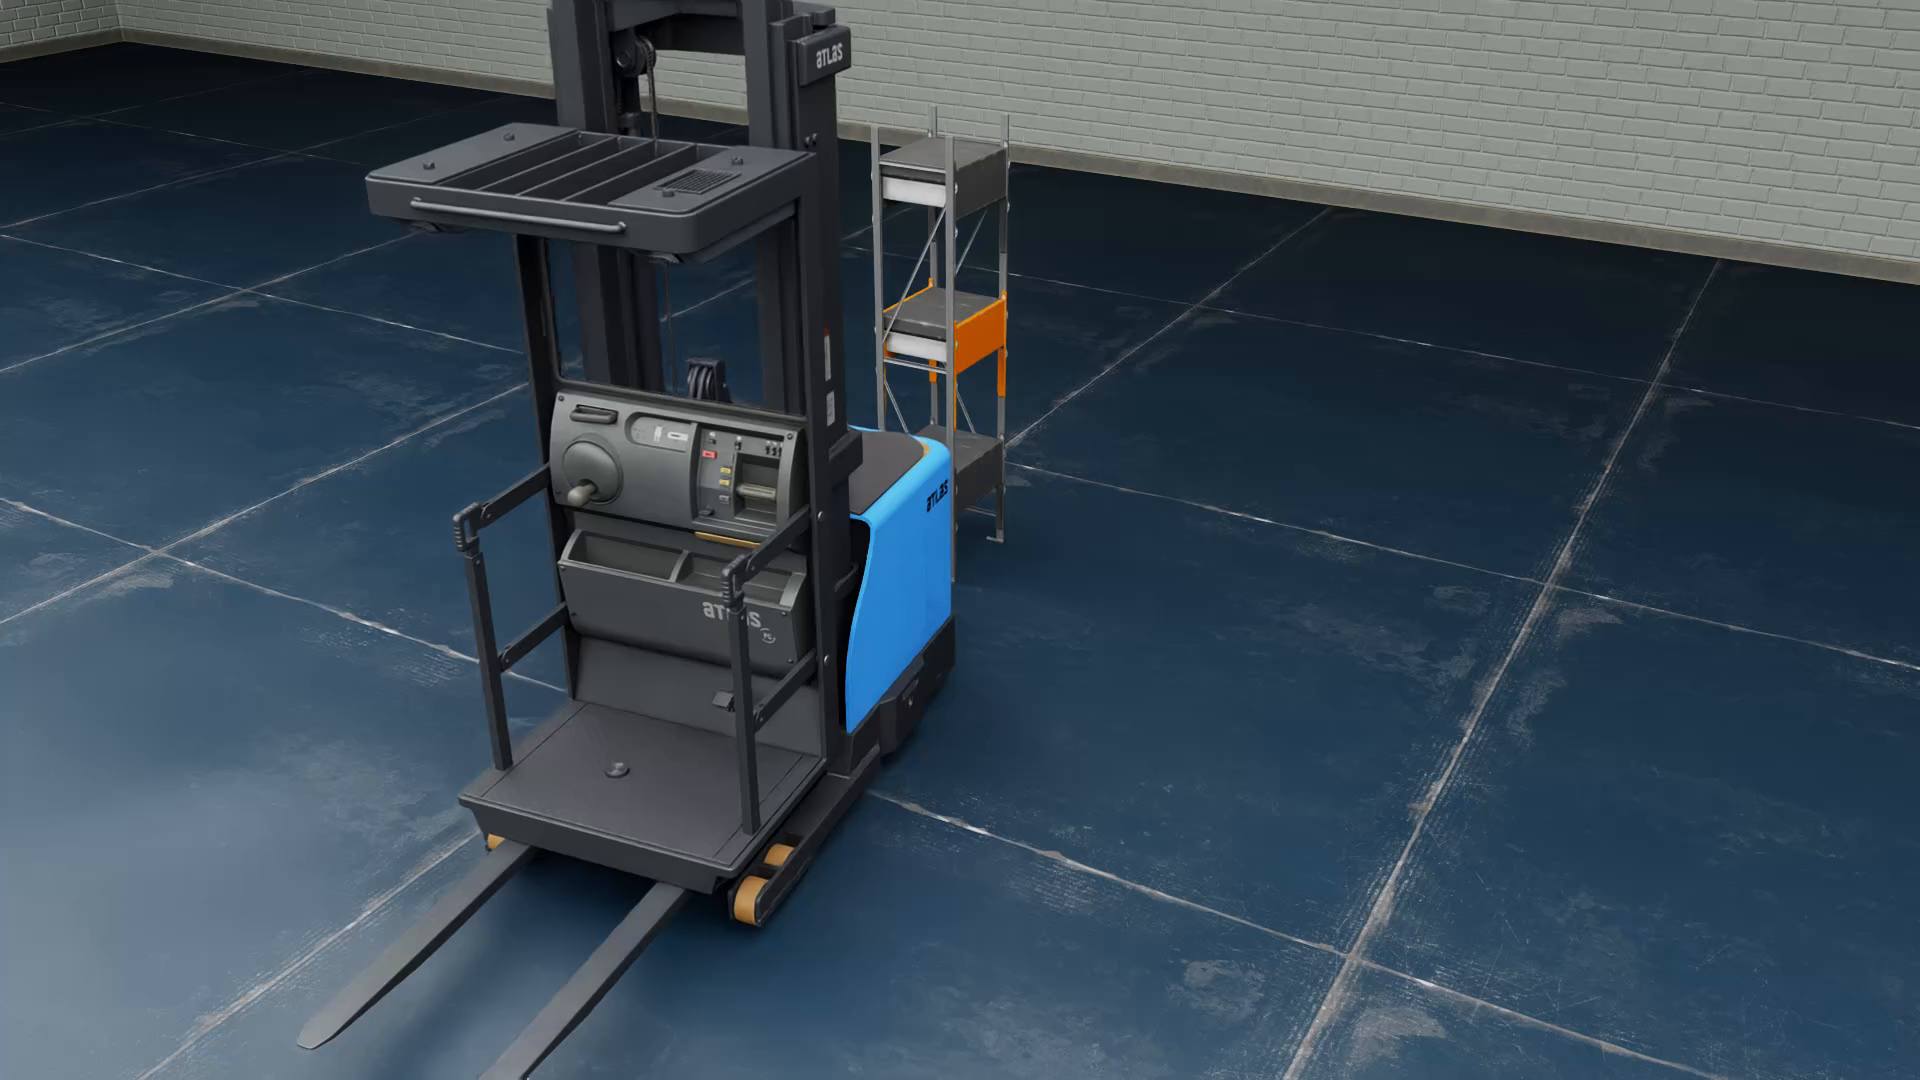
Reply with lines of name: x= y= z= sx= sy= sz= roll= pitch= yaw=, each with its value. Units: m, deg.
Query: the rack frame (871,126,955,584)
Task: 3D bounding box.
rack frame: x=-0.201 y=-0.779 z=7.461 sx=0.400 sy=2.100 sz=0.015 roll=14 pitch=30 yaw=26

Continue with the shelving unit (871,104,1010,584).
shelving unit: x=-0.081 y=-0.874 z=7.651 sx=0.431 sy=2.100 sz=0.503 roll=14 pitch=30 yaw=26

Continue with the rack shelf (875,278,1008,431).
rack shelf: x=-0.081 y=-0.862 z=7.657 sx=0.431 sy=0.518 sz=0.480 roll=14 pitch=30 yaw=26

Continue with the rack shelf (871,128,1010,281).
rack shelf: x=-0.081 y=-1.488 z=7.344 sx=0.431 sy=0.518 sz=0.480 roll=14 pitch=30 yaw=26

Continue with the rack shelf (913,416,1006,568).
rack shelf: x=-0.081 y=-0.236 z=7.971 sx=0.431 sy=0.518 sz=0.480 roll=14 pitch=30 yaw=26

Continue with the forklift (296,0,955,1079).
forklift: x=-1.048 y=-0.218 z=5.412 sx=1.130 sy=2.935 sz=3.031 roll=10 pitch=28 yaw=20

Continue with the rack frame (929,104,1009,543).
rack frame: x=0.039 y=-0.970 z=7.841 sx=0.400 sy=2.100 sz=0.015 roll=14 pitch=30 yaw=26
